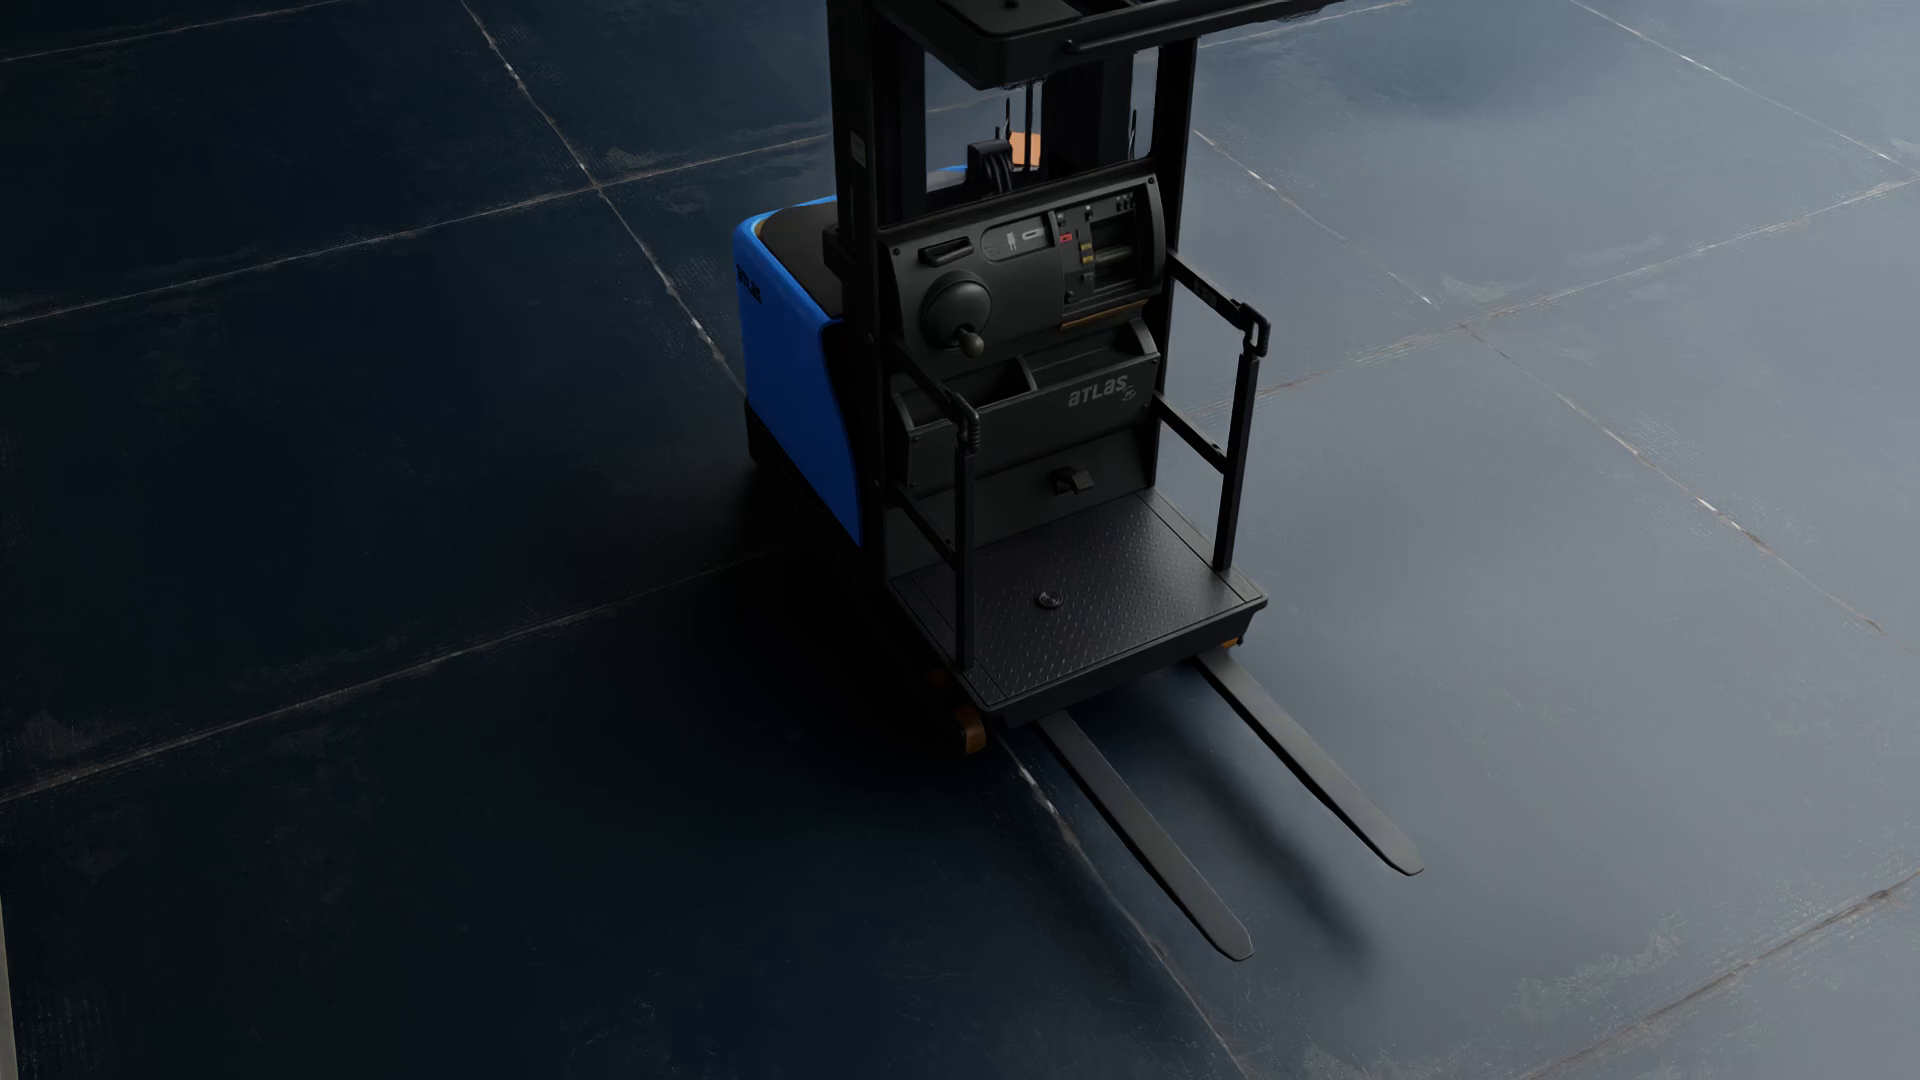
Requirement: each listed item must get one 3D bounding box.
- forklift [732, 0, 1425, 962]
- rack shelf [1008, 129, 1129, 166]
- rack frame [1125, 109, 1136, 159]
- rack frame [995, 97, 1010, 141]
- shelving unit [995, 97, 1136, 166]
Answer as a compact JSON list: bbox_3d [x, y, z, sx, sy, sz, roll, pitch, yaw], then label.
[{"bbox_3d":[0.319,-0.756,4.875,1.130,2.935,3.031,-20,44,-22],"label":"forklift"},{"bbox_3d":[0.402,-1.438,6.406,0.480,0.148,0.258,8,42,9],"label":"rack shelf"},{"bbox_3d":[0.643,-1.112,6.630,0.015,1.200,0.240,8,42,9],"label":"rack frame"},{"bbox_3d":[0.165,-1.176,6.705,0.015,1.200,0.240,8,42,9],"label":"rack frame"},{"bbox_3d":[0.404,-1.144,6.668,0.503,1.200,0.258,8,42,9],"label":"shelving unit"}]
